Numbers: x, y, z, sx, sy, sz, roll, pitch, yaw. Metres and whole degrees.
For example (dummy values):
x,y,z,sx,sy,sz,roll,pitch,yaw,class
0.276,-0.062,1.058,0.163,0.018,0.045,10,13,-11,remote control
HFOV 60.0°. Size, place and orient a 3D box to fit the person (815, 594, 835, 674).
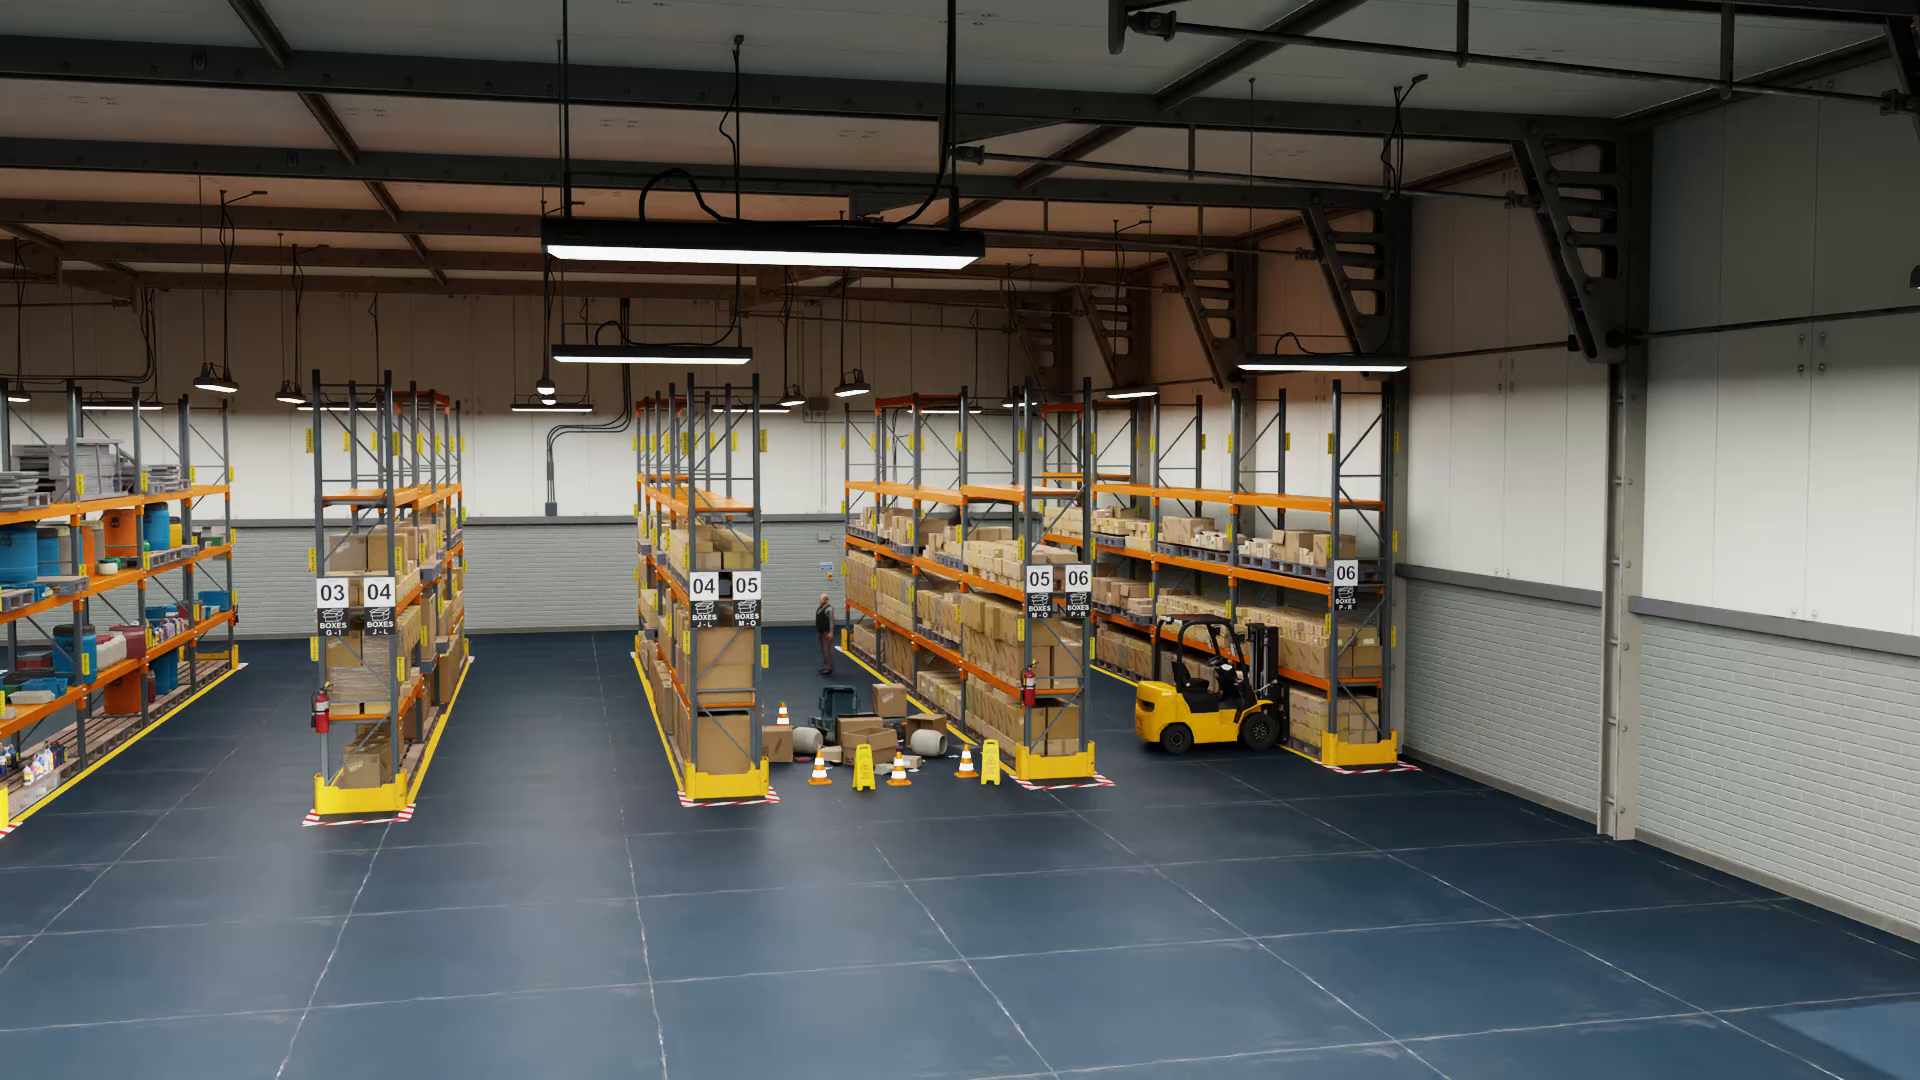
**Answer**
x,y,z,sx,sy,sz,roll,pitch,yaw,class
-2.960,2.035,36.334,0.360,1.720,0.604,-2,4,-34,person
